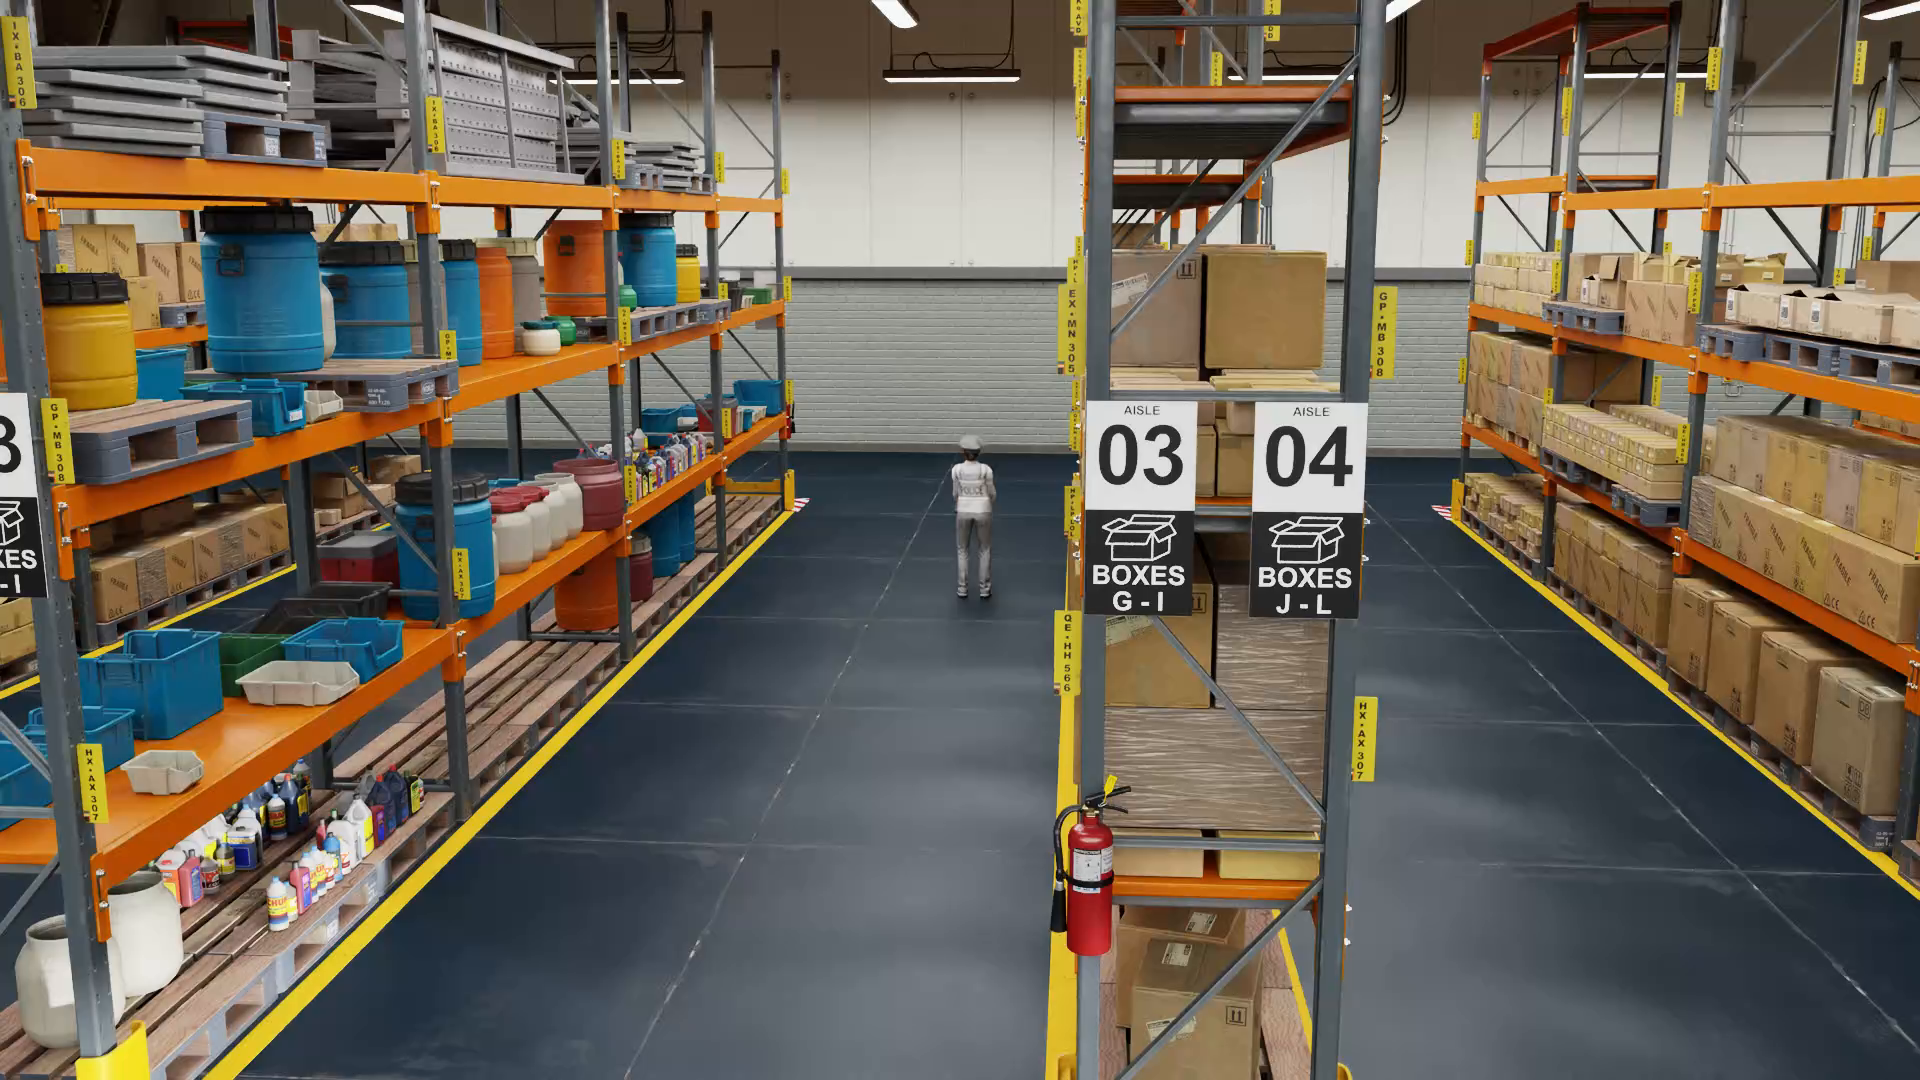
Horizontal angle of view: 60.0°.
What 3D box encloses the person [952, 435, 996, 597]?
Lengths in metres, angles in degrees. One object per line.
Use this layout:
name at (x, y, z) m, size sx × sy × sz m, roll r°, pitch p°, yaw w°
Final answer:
person at (0.151, -0.262, 17.230) m, size 0.459 × 1.684 × 0.558 m, roll 1°, pitch 11°, yaw 6°
